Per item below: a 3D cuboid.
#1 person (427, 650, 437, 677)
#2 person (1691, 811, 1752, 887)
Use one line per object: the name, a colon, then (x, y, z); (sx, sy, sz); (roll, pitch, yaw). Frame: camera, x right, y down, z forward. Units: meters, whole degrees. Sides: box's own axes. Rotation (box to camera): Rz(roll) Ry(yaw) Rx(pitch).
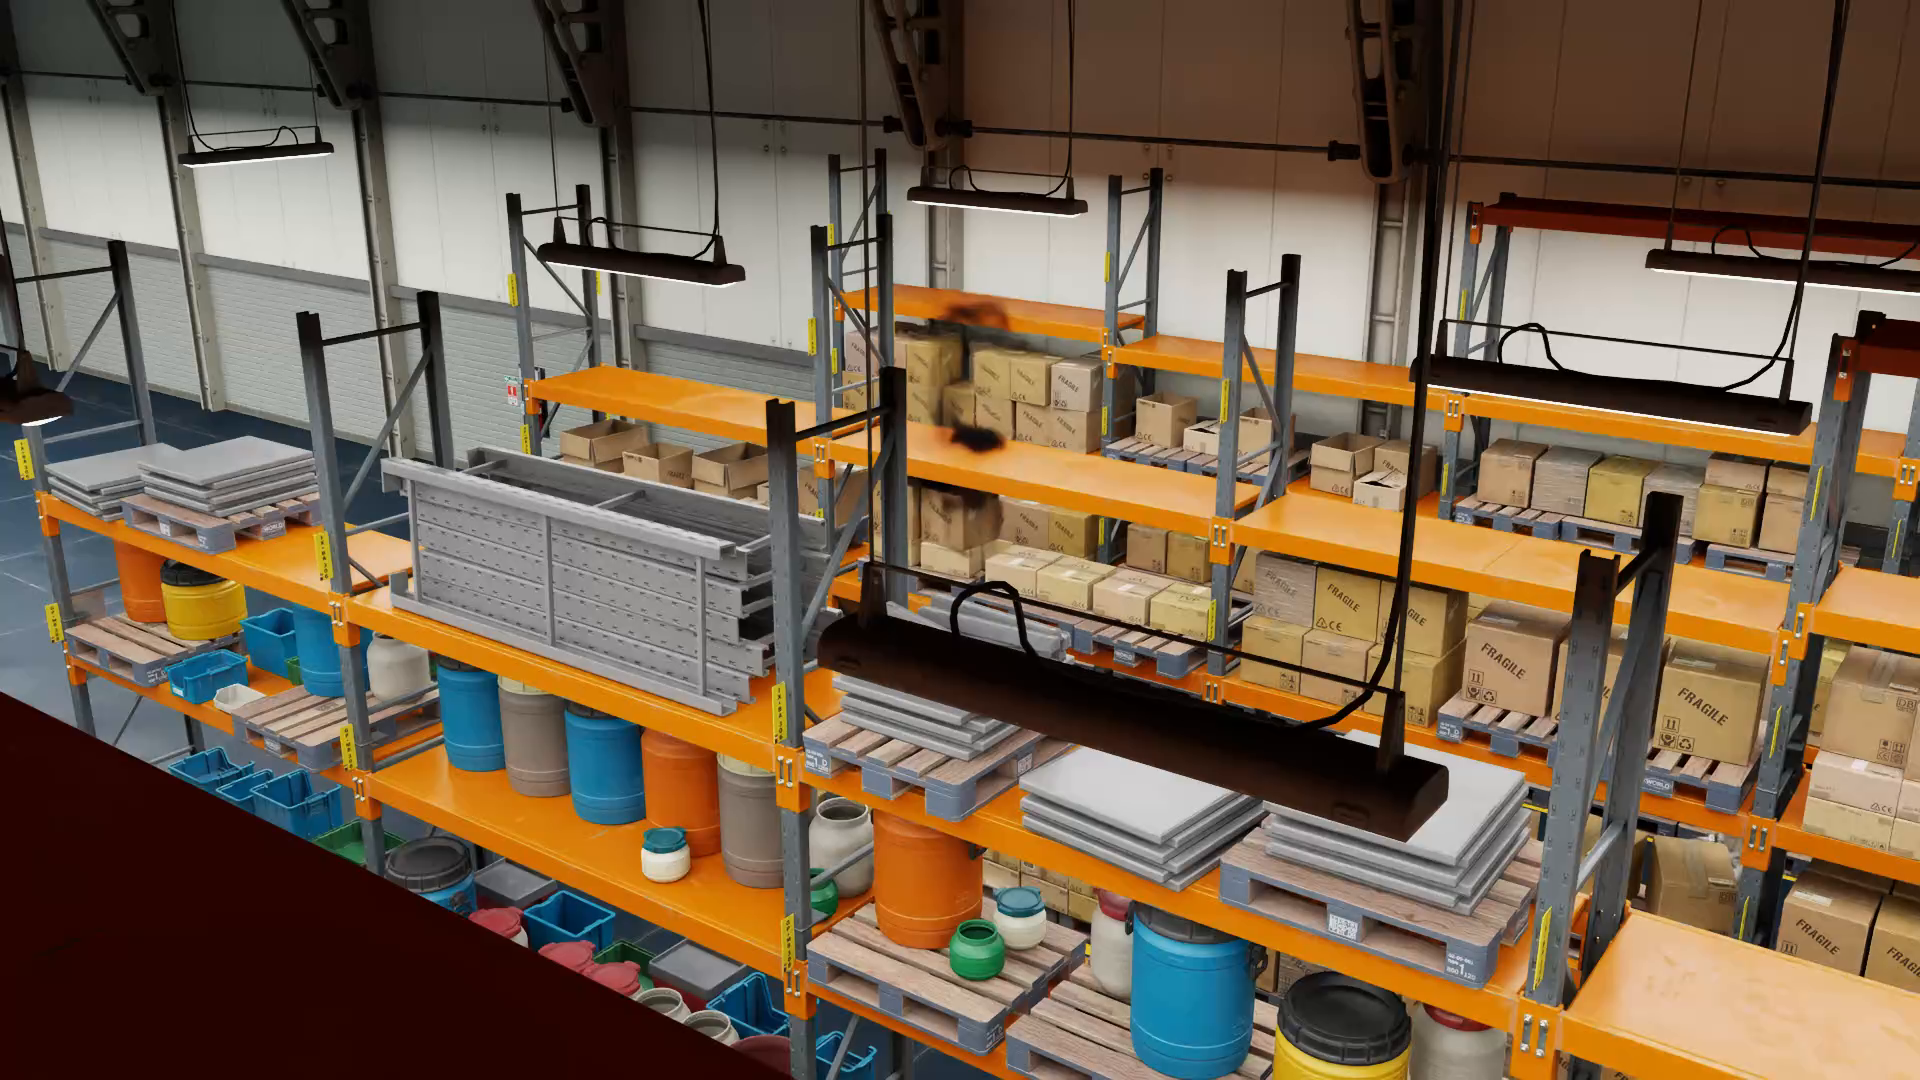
person: (-6.263, 0.778, 19.994); (0.811, 1.765, 0.659); (-14, 23, -35)
person: (6.560, 2.773, 14.235); (0.633, 1.641, 0.593); (10, 21, 27)
